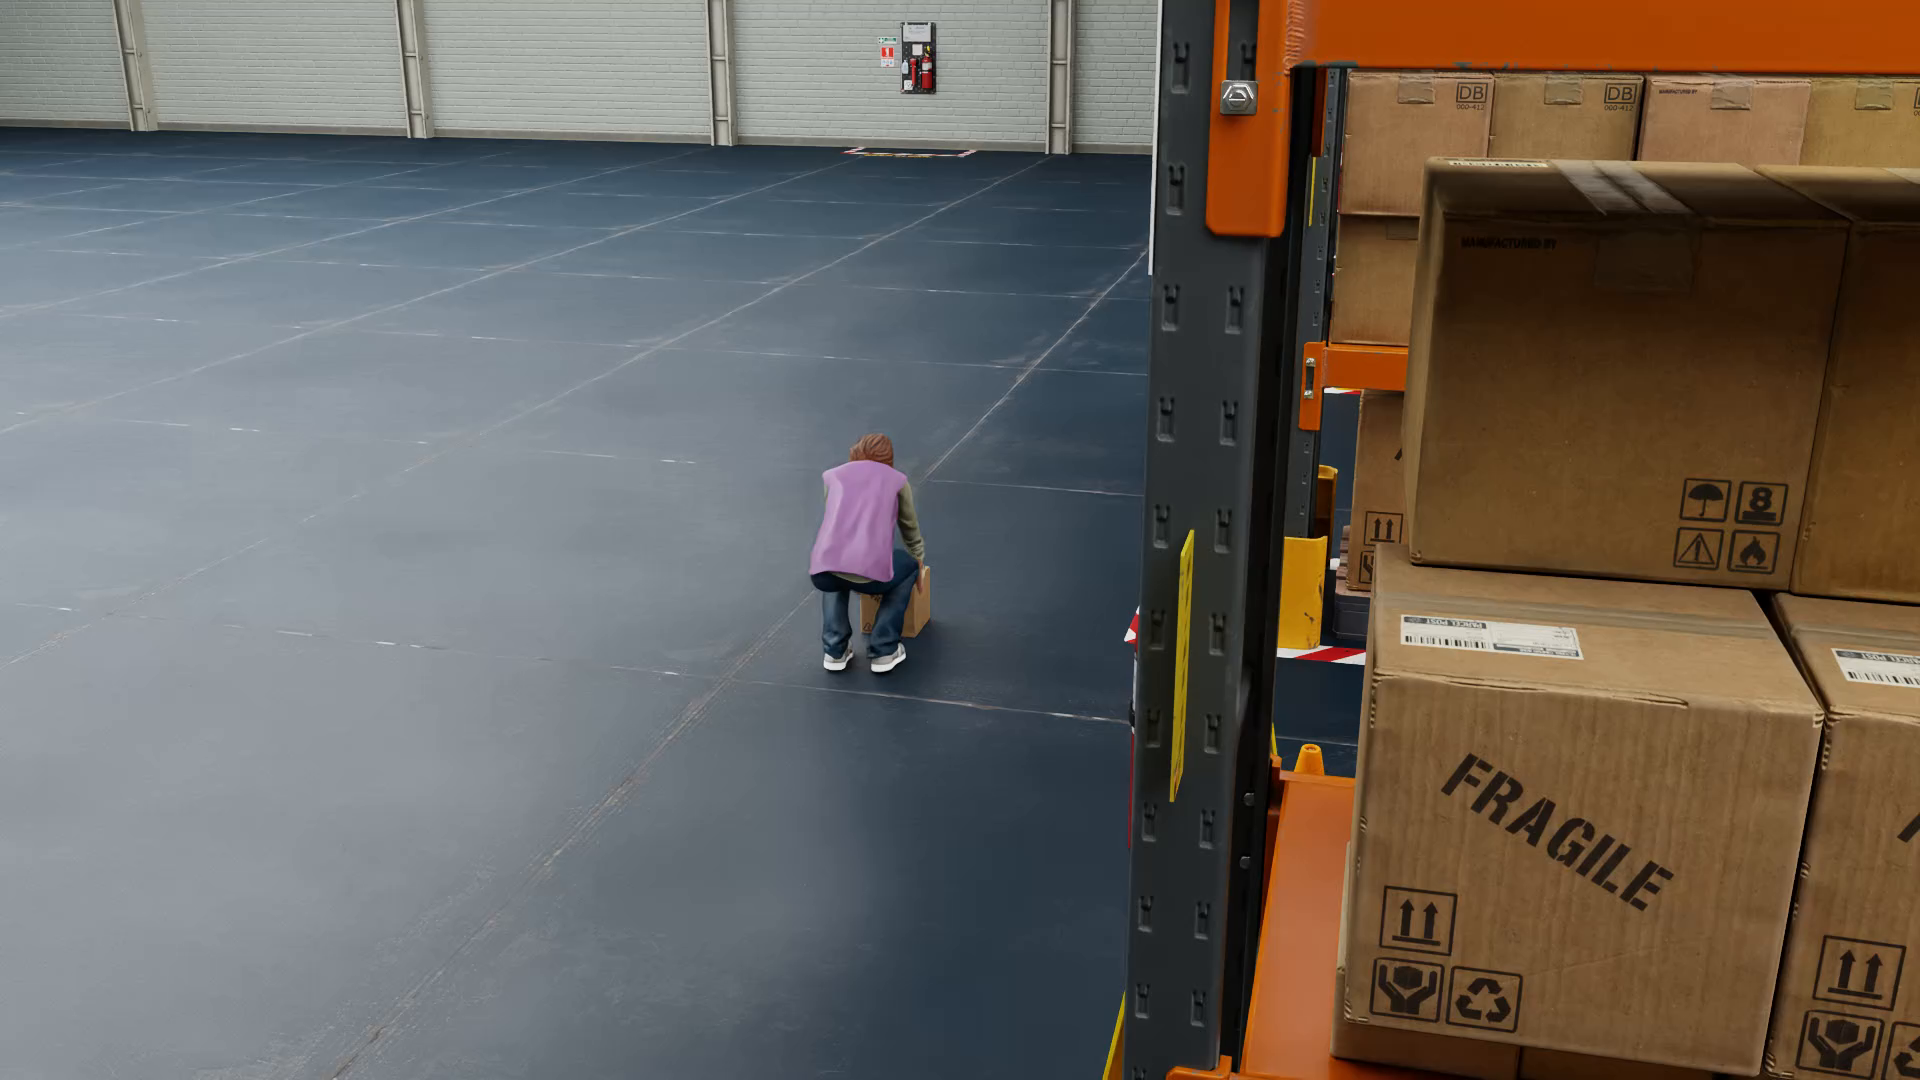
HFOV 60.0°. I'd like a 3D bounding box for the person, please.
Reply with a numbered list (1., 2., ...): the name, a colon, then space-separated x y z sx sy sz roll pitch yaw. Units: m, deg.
1. person: -0.421 0.087 6.902 0.443 0.768 0.666 5 19 13
